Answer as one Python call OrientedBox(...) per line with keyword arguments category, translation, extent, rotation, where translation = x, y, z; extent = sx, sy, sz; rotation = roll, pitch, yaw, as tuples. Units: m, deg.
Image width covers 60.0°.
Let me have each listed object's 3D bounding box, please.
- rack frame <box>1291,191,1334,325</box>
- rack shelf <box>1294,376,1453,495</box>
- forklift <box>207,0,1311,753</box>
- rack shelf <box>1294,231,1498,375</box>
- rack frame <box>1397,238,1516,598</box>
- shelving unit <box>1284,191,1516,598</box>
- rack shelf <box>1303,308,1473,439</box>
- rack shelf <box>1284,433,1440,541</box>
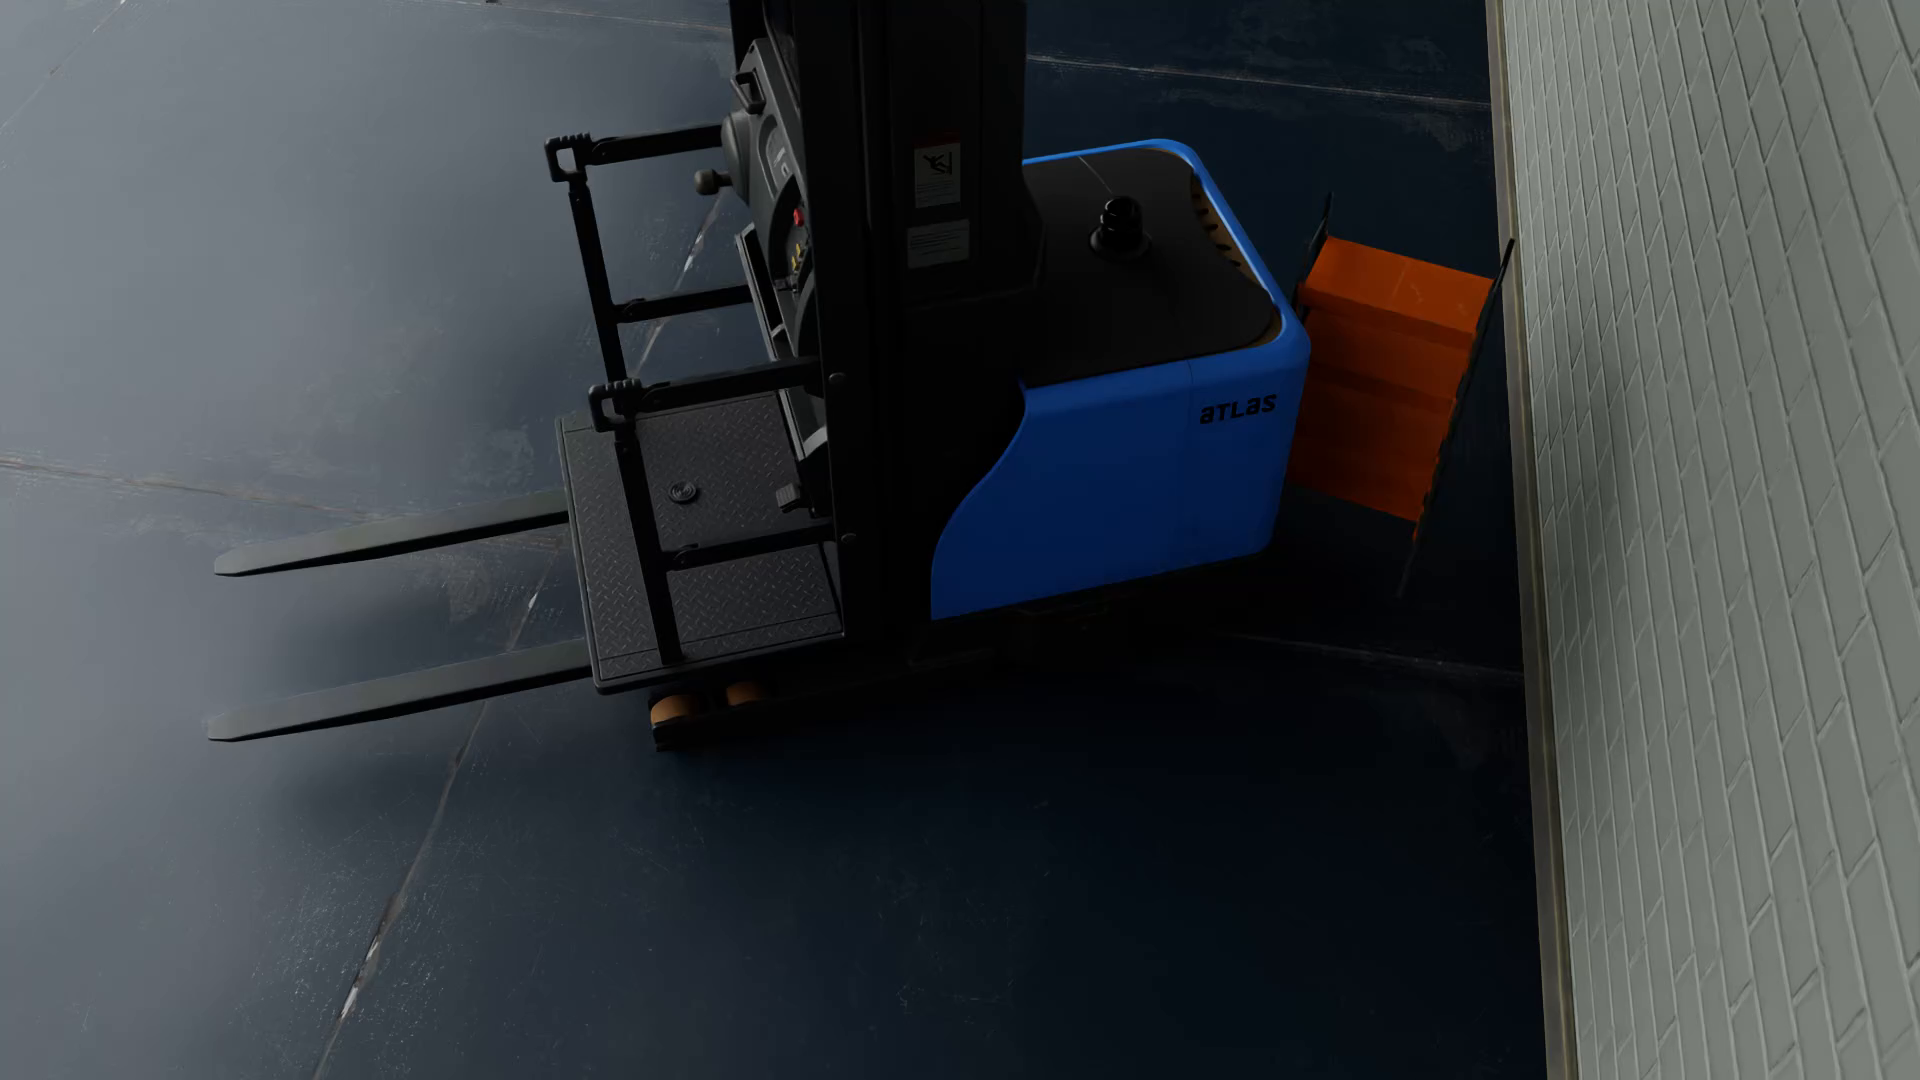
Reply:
OrientedBox(category="rack frame", translation=(0.951, -0.457, 4.854), extent=(0.015, 1.200, 0.240), rotation=(19, 51, 16))
OrientedBox(category="rack shelf", translation=(1.173, -0.337, 4.836), extent=(0.480, 0.148, 0.258), rotation=(19, 51, 16))
OrientedBox(category="forklift", translation=(-0.648, -0.826, 4.022), extent=(3.031, 2.935, 1.130), rotation=(-11, 49, -10))
OrientedBox(category="rack shelf", translation=(1.173, -0.644, 4.494), extent=(0.480, 0.148, 0.258), rotation=(19, 51, 16))
OrientedBox(category="rack frame", translation=(1.395, -0.306, 4.718), extent=(0.015, 1.200, 0.240), rotation=(19, 51, 16))
OrientedBox(category="shelving unit", translation=(1.173, -0.381, 4.786), extent=(0.503, 1.200, 0.258), rotation=(19, 51, 16))
OrientedBox(category="rack shelf", translation=(1.173, -0.486, 4.670), extent=(0.480, 0.148, 0.258), rotation=(19, 51, 16))
OrientedBox(category="rack shelf", translation=(1.173, -0.204, 4.984), extent=(0.480, 0.148, 0.258), rotation=(19, 51, 16))
